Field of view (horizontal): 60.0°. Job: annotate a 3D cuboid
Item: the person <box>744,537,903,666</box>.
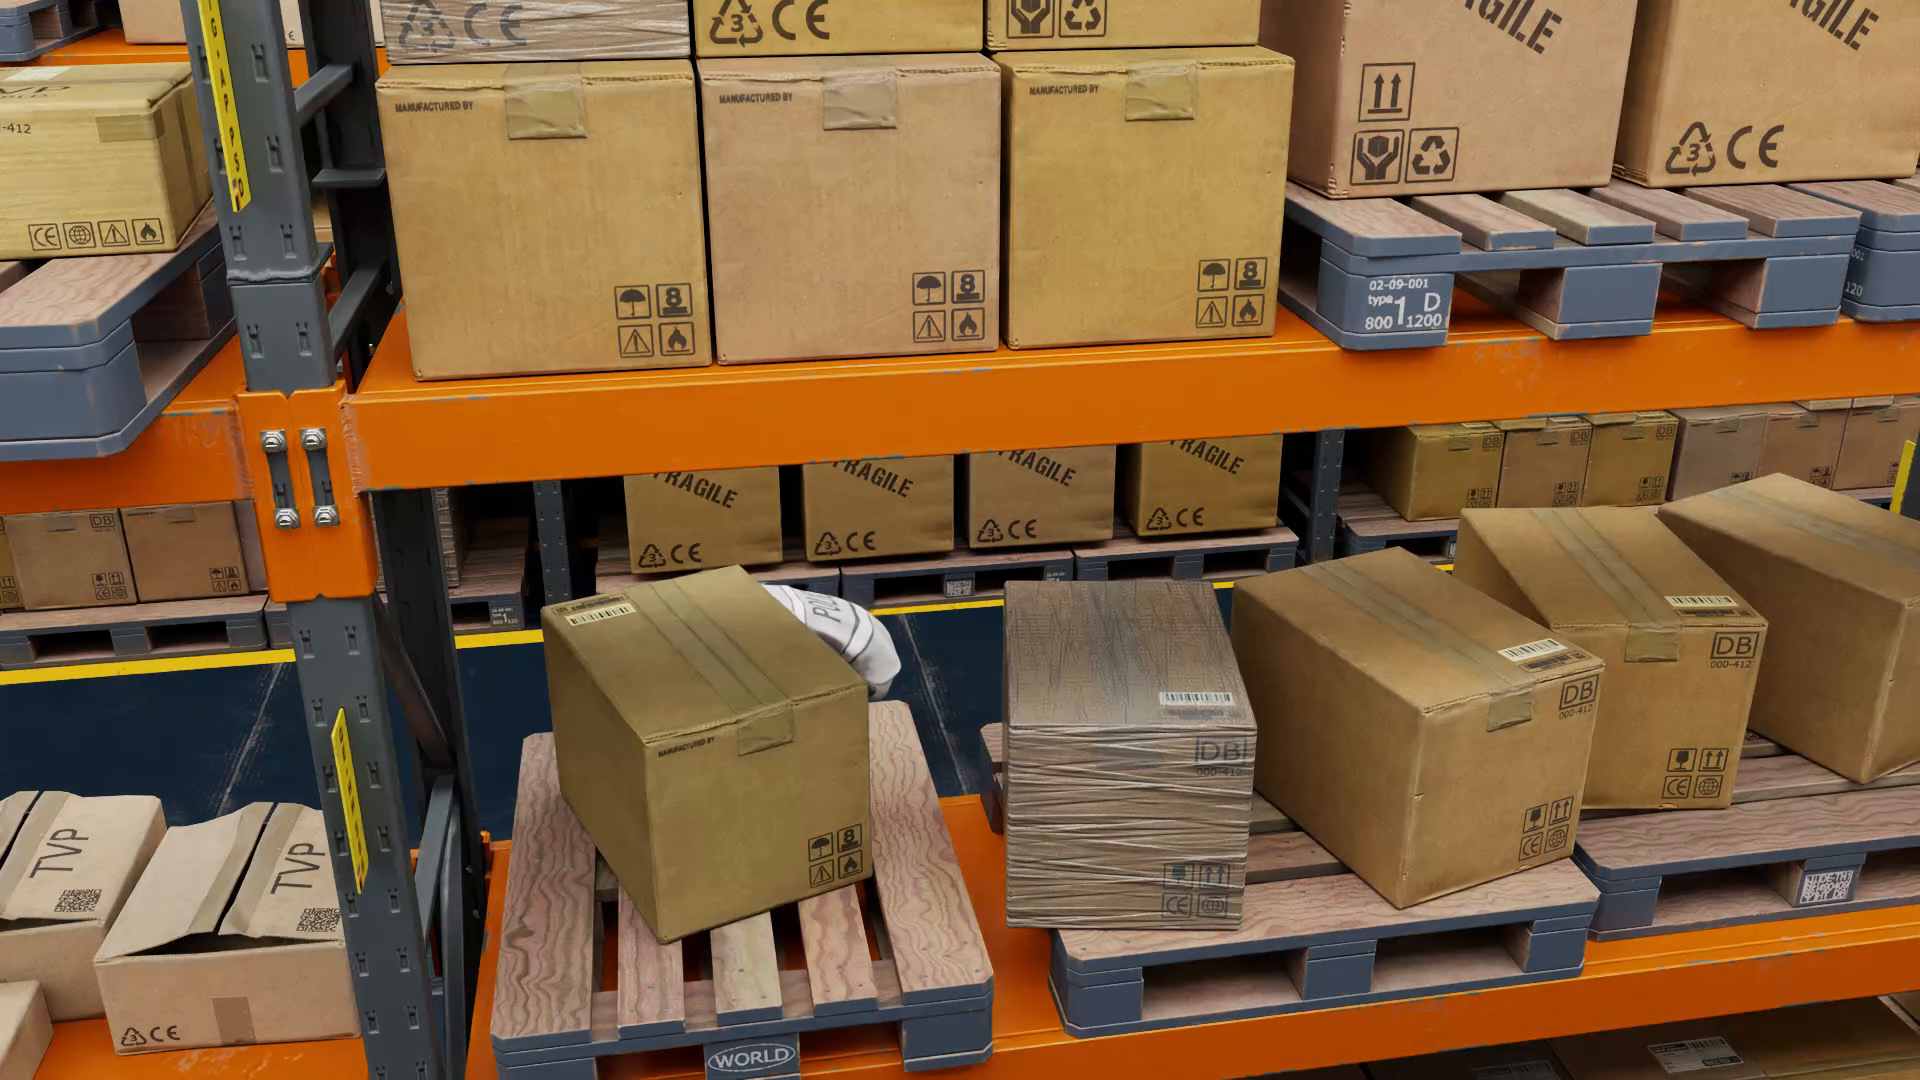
[{"bbox_3d":[-0.752,0.496,6.929,1.023,0.966,0.539,-5,24,-12],"label":"person"}]
